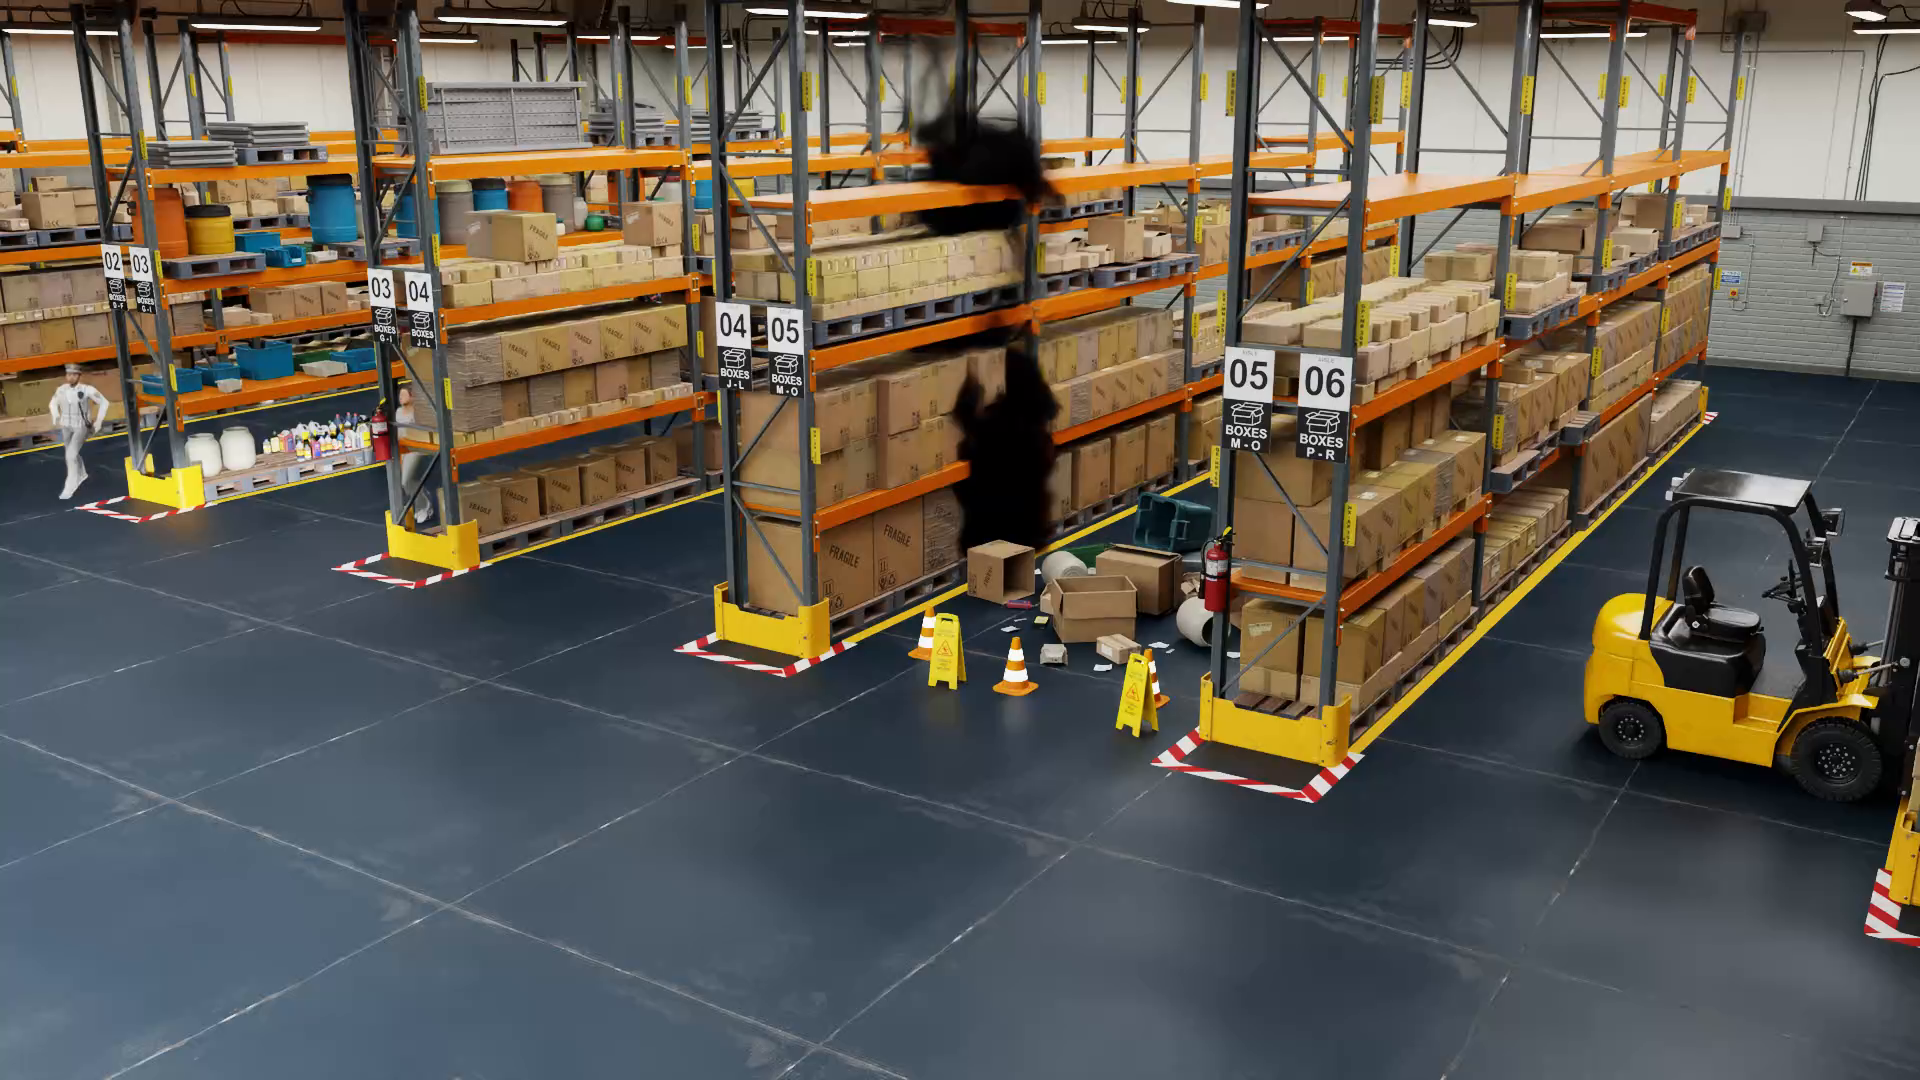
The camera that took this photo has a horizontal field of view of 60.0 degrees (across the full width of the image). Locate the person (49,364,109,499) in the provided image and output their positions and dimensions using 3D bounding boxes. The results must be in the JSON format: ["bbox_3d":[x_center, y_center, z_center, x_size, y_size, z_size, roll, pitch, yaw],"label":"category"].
[{"bbox_3d":[-11.253,-1.413,21.222,0.676,1.713,0.742,1,16,5],"label":"person"}]

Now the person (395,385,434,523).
[{"bbox_3d":[-6.544,-1.011,19.761,0.548,1.656,0.616,8,18,28],"label":"person"}]
